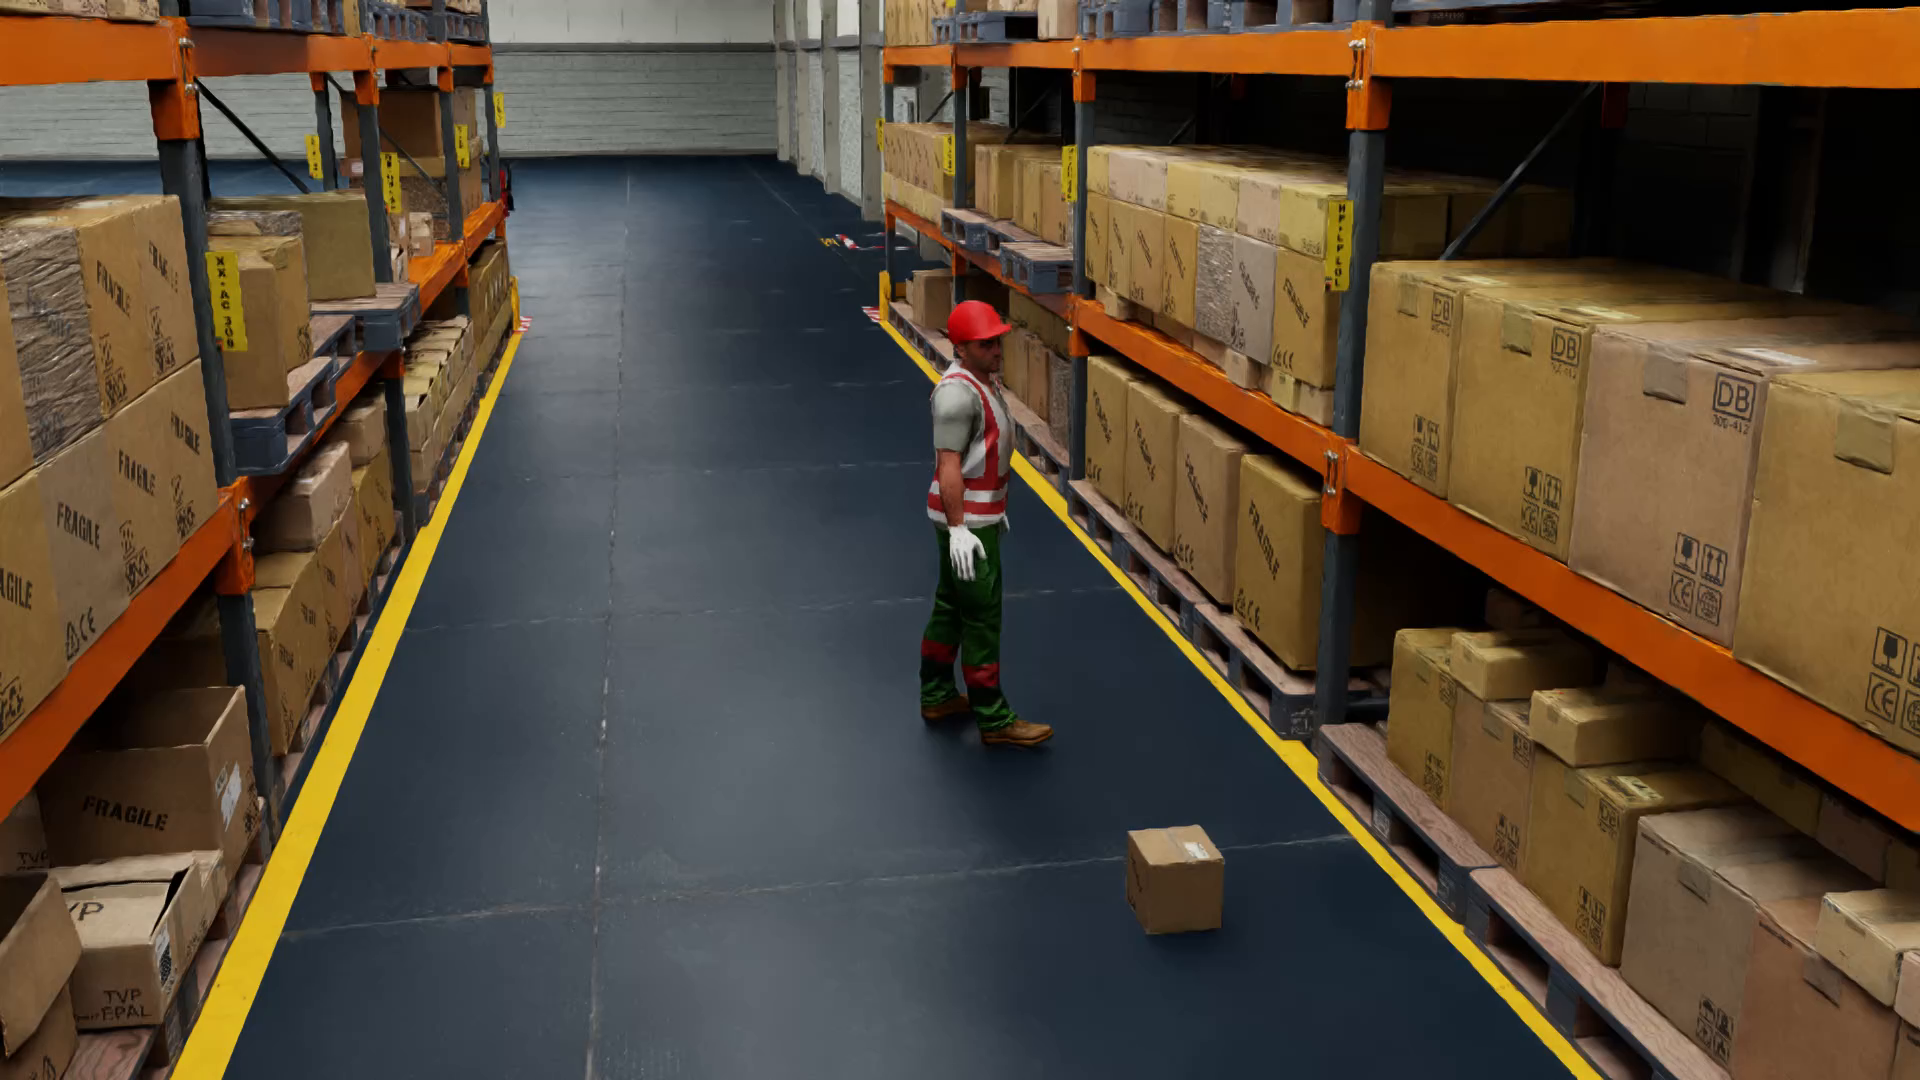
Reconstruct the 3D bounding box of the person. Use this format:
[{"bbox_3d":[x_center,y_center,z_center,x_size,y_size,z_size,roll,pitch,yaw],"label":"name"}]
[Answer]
[{"bbox_3d":[0.103,-0.063,6.621,0.586,1.787,0.682,2,16,7],"label":"person"}]
